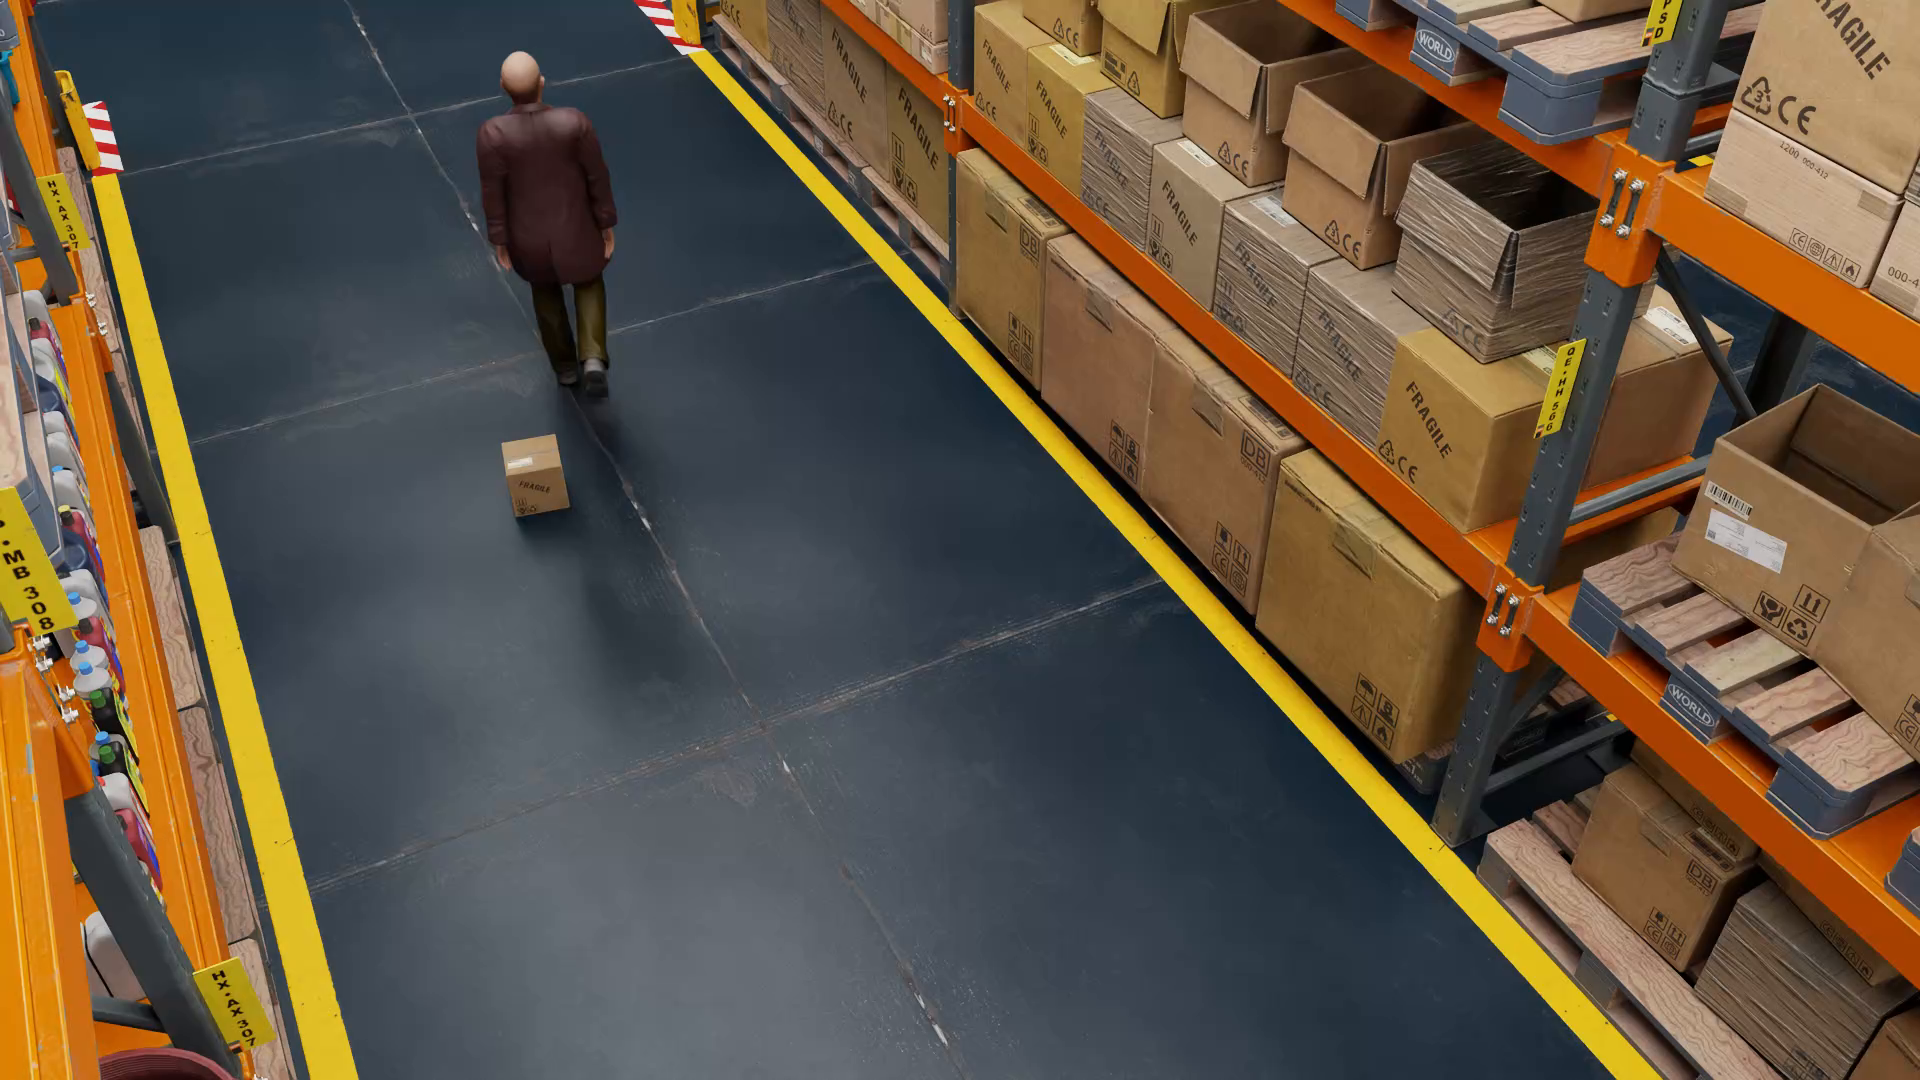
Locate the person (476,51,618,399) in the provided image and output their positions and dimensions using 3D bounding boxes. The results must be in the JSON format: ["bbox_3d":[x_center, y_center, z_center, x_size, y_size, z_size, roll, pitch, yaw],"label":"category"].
[{"bbox_3d":[-1.910,-1.444,7.819,0.605,1.754,0.780,-9,41,-10],"label":"person"}]
